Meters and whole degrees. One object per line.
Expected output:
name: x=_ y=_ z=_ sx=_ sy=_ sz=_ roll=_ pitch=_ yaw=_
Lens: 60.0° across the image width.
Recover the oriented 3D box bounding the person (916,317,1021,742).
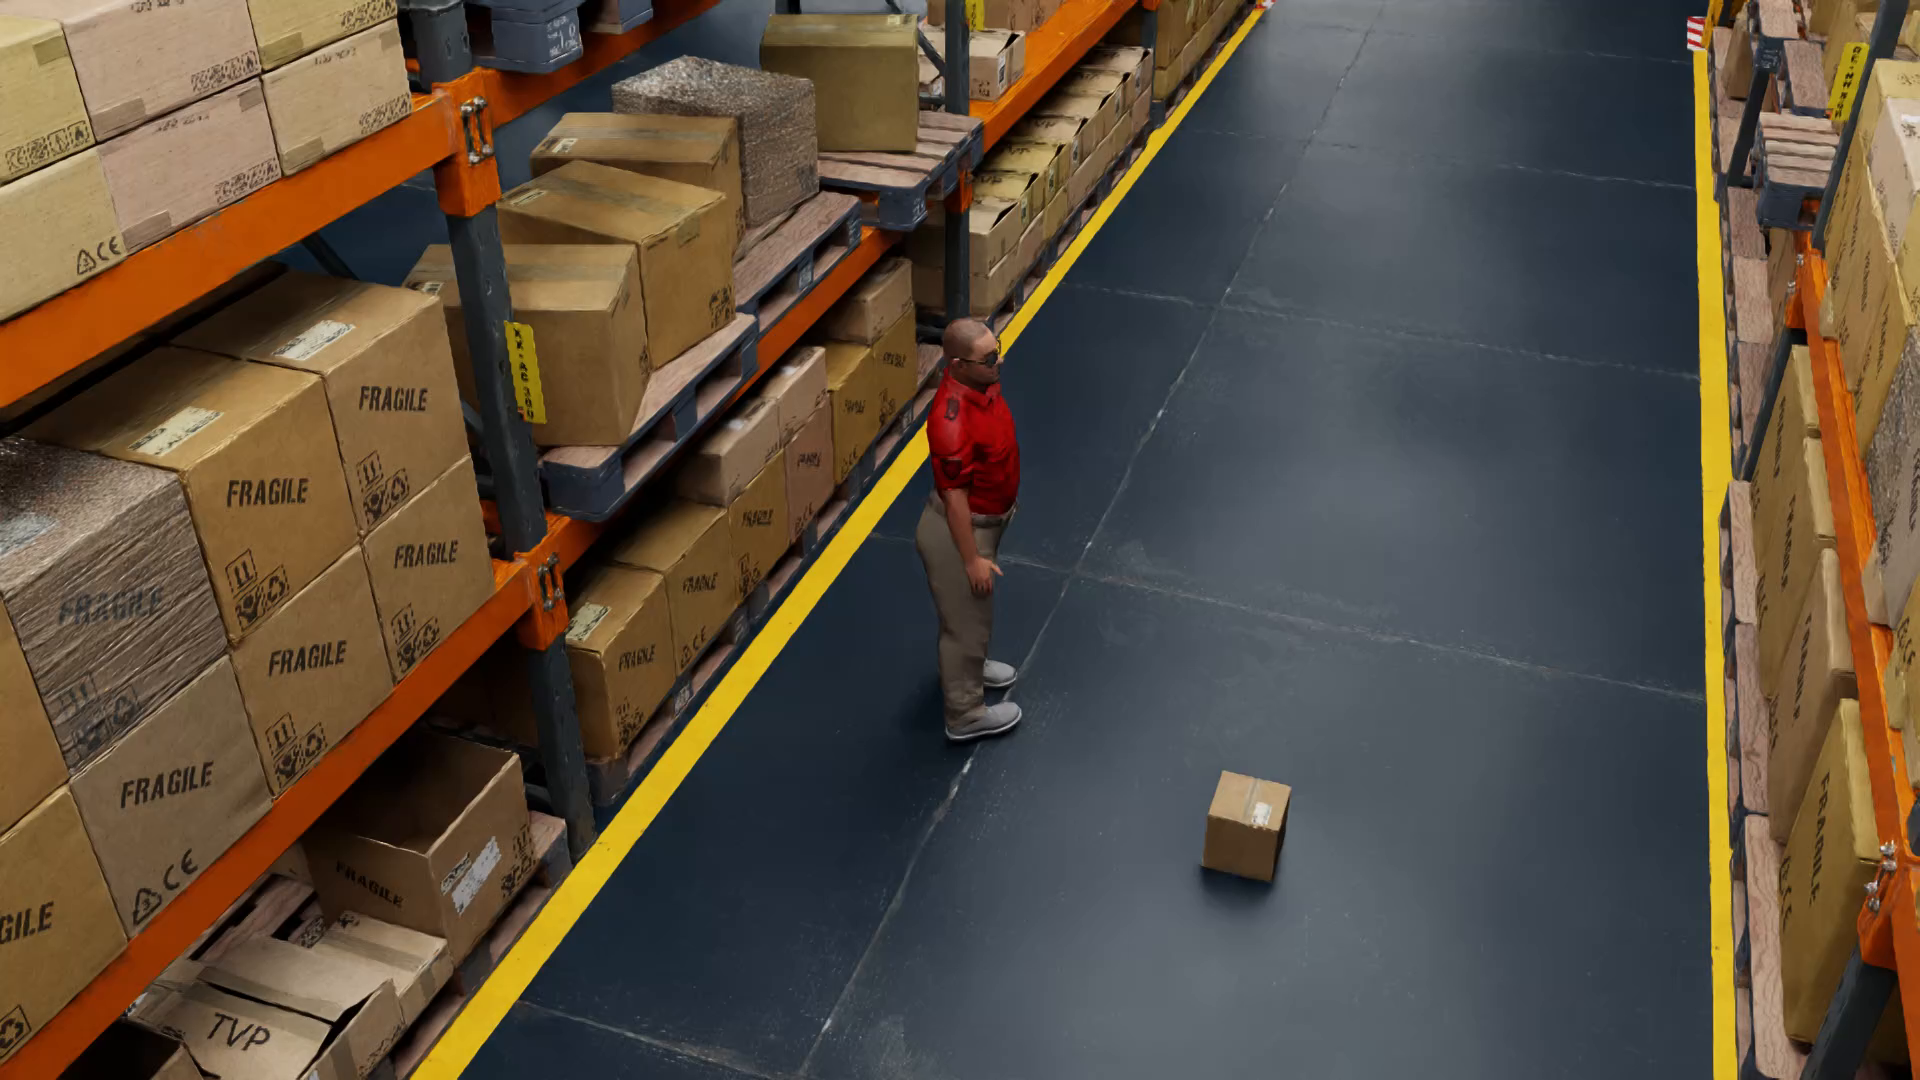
person: x=0.054 y=-0.049 z=6.206 sx=0.401 sy=1.726 sz=0.546 roll=5 pitch=33 yaw=8
